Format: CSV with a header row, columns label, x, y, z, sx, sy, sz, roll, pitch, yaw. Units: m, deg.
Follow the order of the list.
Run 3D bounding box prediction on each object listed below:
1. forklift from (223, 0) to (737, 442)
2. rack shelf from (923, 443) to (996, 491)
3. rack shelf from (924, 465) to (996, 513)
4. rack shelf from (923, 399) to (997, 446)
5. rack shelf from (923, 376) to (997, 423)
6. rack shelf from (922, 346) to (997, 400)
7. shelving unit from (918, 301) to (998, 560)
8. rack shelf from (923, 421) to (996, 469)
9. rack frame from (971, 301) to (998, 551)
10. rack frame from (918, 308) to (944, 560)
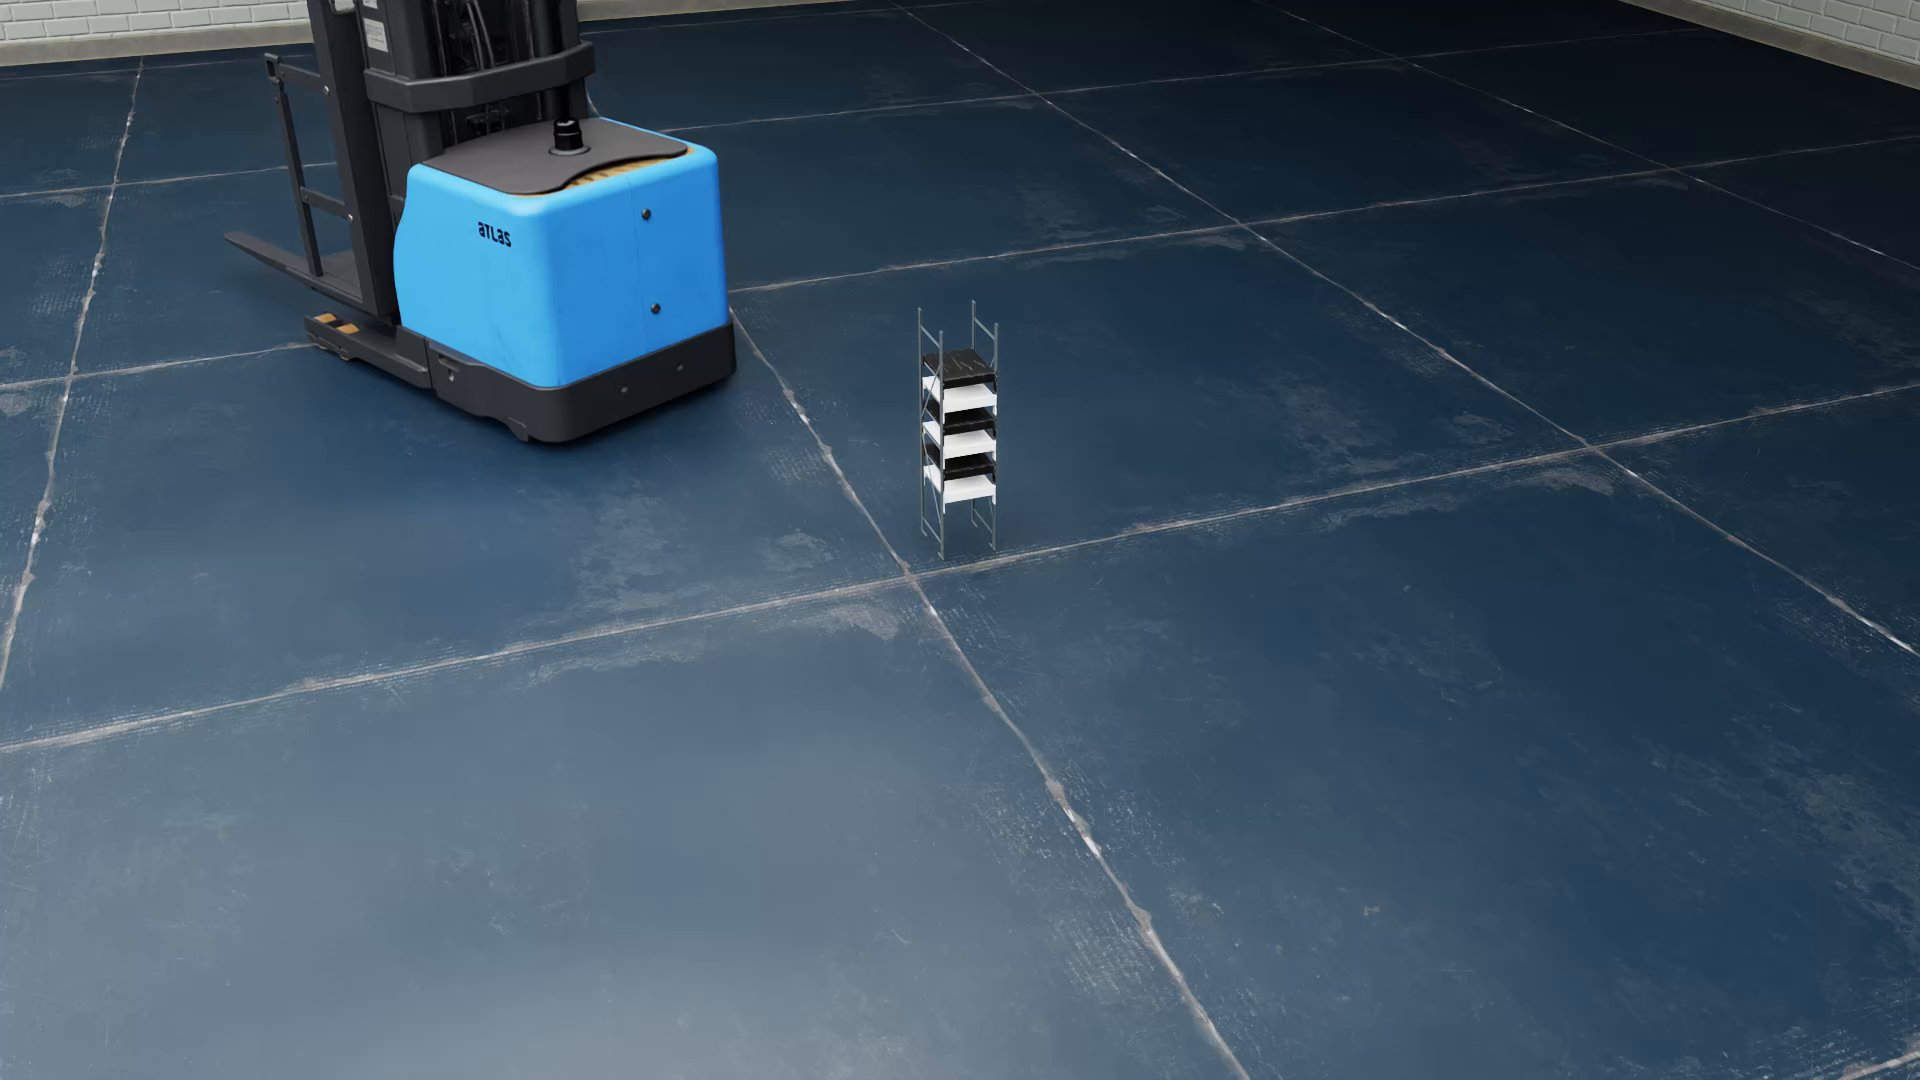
label,x,y,z,sx,sy,sz,roll,pitch,yaw
forklift,-2.438,-2.278,7.287,3.031,2.935,1.130,24,37,35
rack shelf,-0.008,-0.282,6.086,0.200,0.077,0.258,-10,31,-18
rack shelf,-0.008,-0.204,6.130,0.200,0.077,0.258,-10,31,-18
rack shelf,-0.008,-0.439,5.997,0.200,0.077,0.258,-10,31,-18
rack shelf,-0.008,-0.517,5.952,0.200,0.077,0.258,-10,31,-18
rack shelf,-0.008,-0.595,5.908,0.200,0.077,0.258,-10,31,-18
shelving unit,-0.008,-0.390,6.025,0.210,0.900,0.258,-10,31,-18
rack shelf,-0.008,-0.361,6.041,0.200,0.077,0.258,-10,31,-18
rack frame,0.088,-0.407,6.056,0.006,0.900,0.240,-10,31,-18
rack frame,-0.103,-0.372,5.994,0.006,0.900,0.240,-10,31,-18
